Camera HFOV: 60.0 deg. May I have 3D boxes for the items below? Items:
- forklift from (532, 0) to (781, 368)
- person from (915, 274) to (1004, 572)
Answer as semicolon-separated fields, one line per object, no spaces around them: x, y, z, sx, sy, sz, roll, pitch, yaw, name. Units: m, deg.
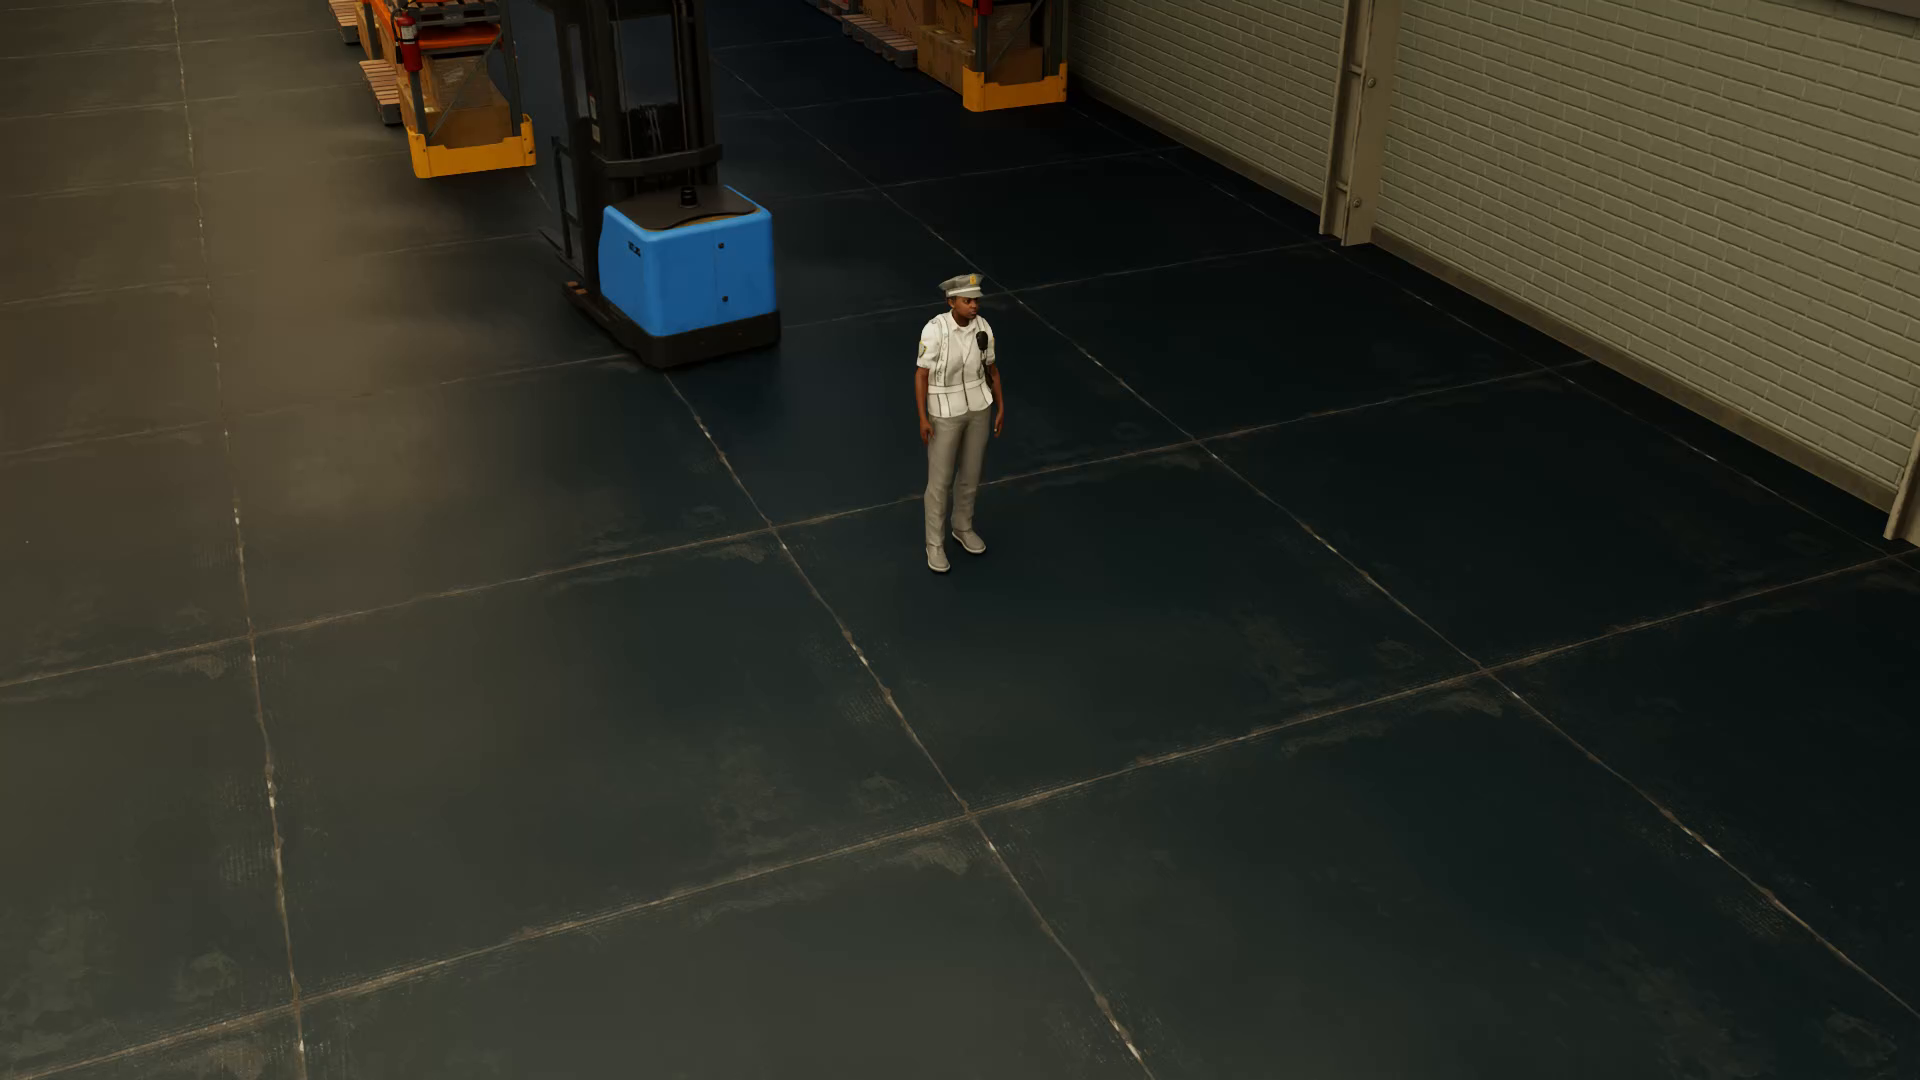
-2.556;-3.223;12.756;1.130;2.935;3.031;-17;34;-27;forklift
0.012;-0.704;9.582;0.569;1.694;0.530;-12;32;-20;person
